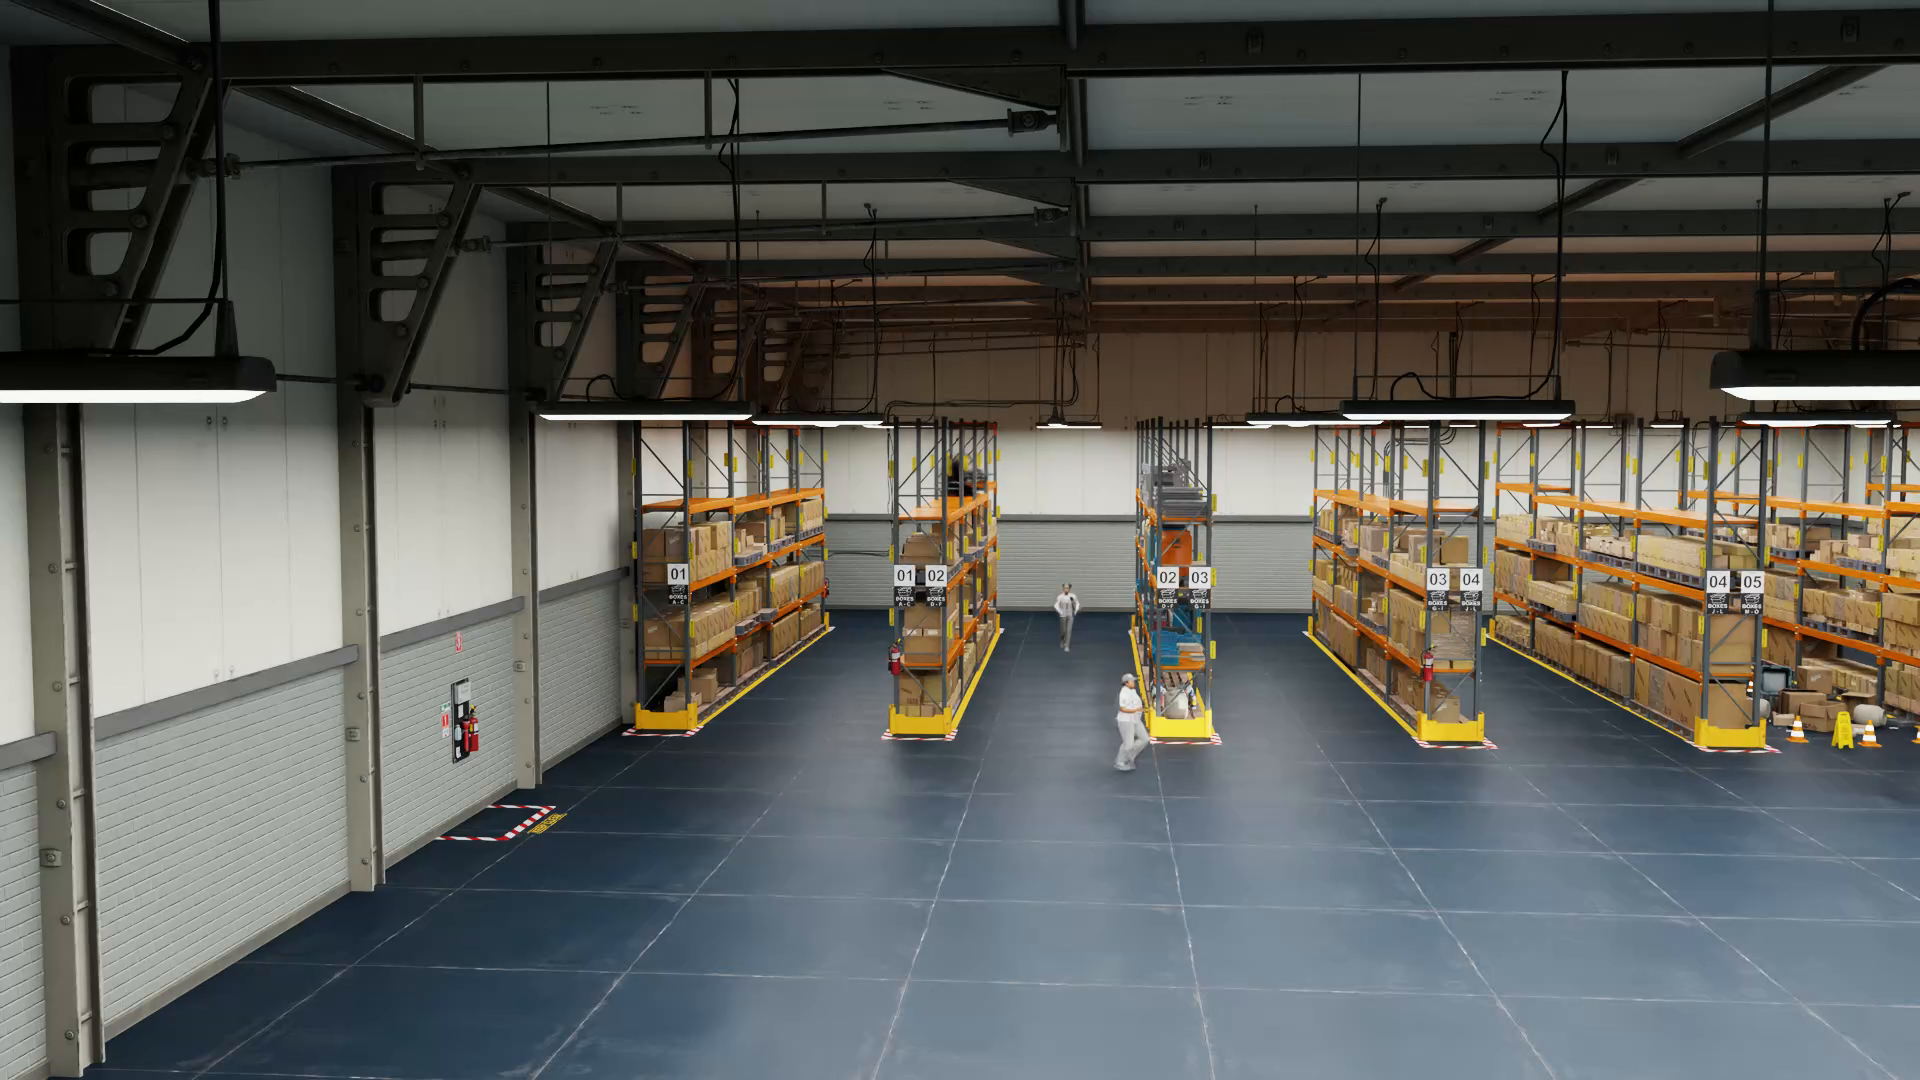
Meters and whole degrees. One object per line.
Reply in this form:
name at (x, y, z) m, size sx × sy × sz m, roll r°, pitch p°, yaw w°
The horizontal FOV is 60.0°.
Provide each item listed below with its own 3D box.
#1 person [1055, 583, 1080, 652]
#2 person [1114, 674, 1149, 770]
person at (2.670, 1.905, 41.354) m, size 0.624 × 1.703 × 0.692 m, roll 0°, pitch 4°, yaw 3°
person at (2.903, 3.082, 27.983) m, size 0.610 × 1.649 × 0.587 m, roll 2°, pitch 4°, yaw 32°
